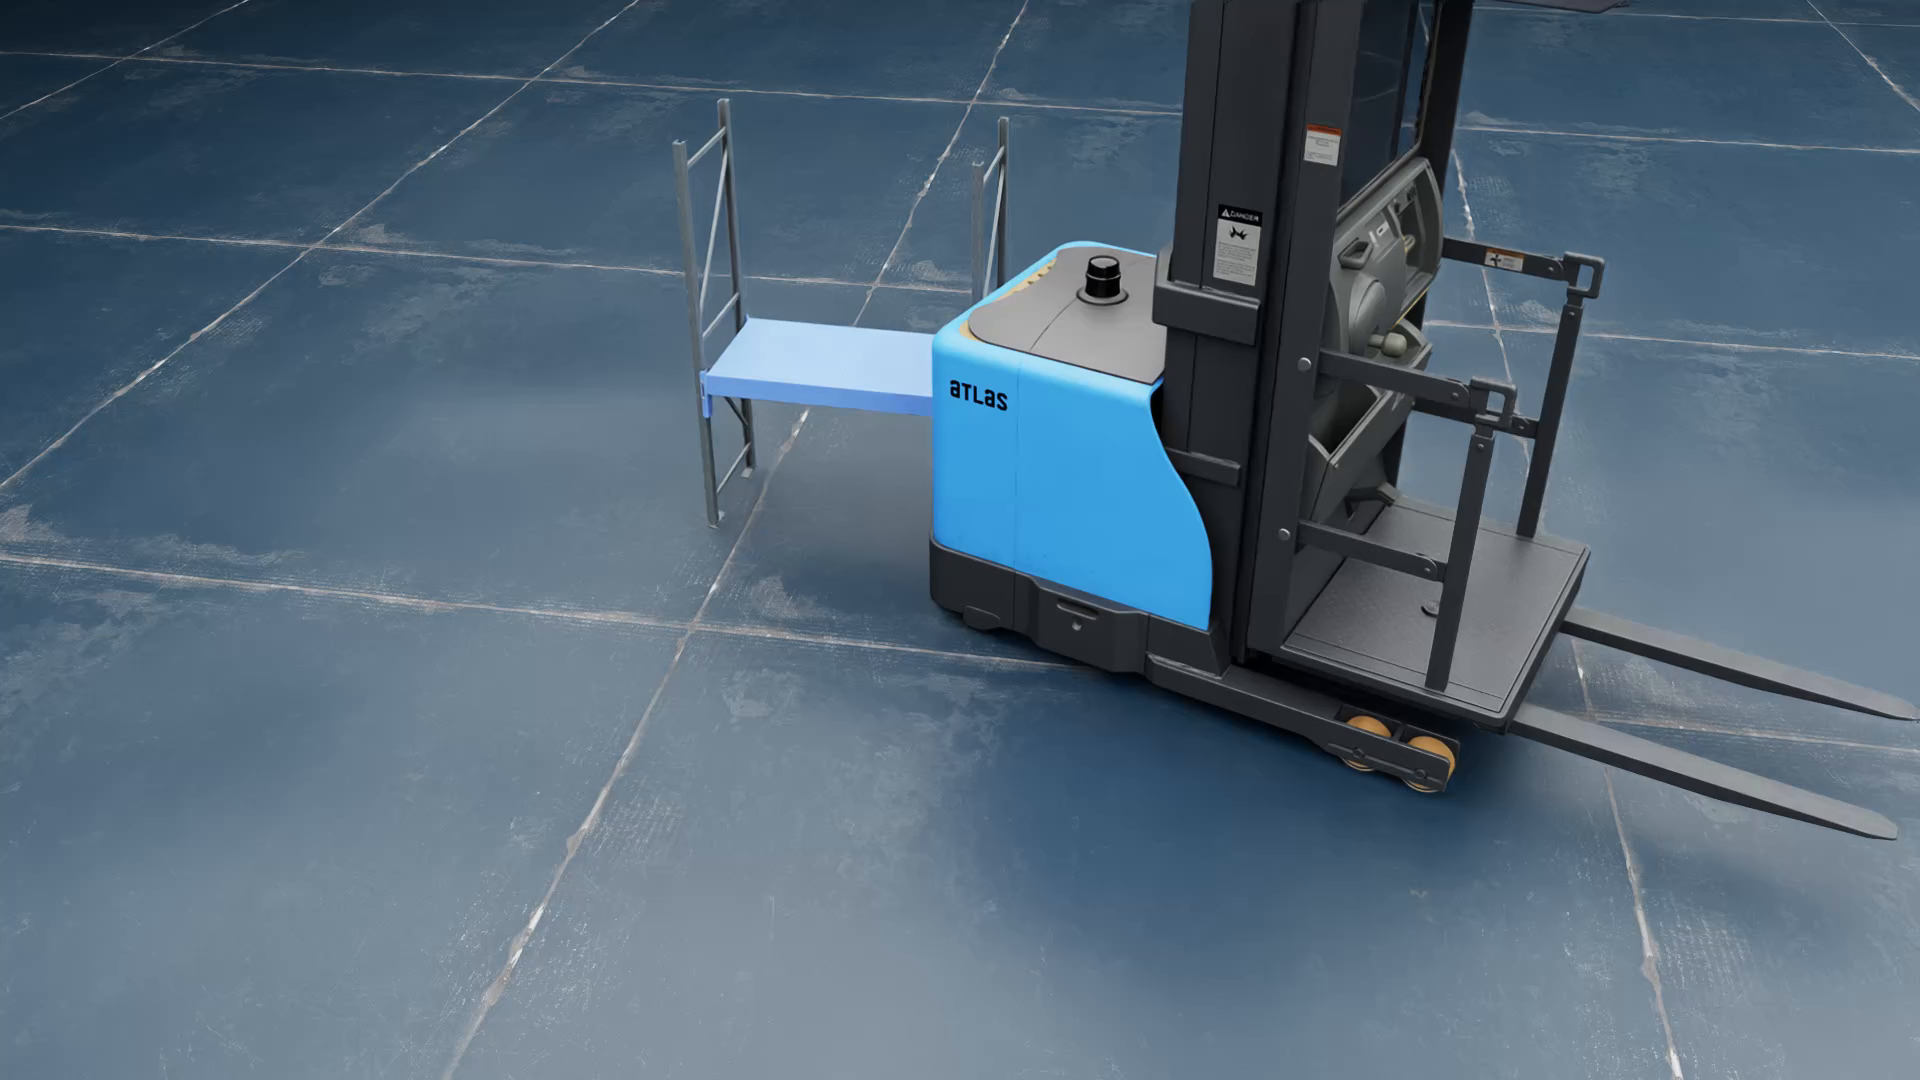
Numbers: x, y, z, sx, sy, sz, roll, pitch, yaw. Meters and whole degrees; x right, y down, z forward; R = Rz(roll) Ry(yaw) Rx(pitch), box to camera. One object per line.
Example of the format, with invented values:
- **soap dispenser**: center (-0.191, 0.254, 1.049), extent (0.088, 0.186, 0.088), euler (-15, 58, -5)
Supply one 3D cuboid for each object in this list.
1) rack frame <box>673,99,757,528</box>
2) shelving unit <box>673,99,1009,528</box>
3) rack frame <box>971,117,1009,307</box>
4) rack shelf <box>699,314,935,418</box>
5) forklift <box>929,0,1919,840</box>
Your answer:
- **rack frame**: center (-0.890, -0.811, 6.132), extent (0.032, 1.500, 0.500), euler (6, 33, 10)
- **shelving unit**: center (-0.393, -0.755, 6.043), extent (1.048, 1.500, 0.538), euler (6, 33, 10)
- **rack frame**: center (0.104, -0.700, 5.954), extent (0.032, 1.500, 0.500), euler (6, 33, 10)
- **rack shelf**: center (-0.393, -0.603, 6.139), extent (1.000, 0.185, 0.538), euler (6, 33, 10)
- **forklift**: center (1.423, -0.803, 4.770), extent (3.031, 2.935, 1.130), euler (18, 36, 26)
